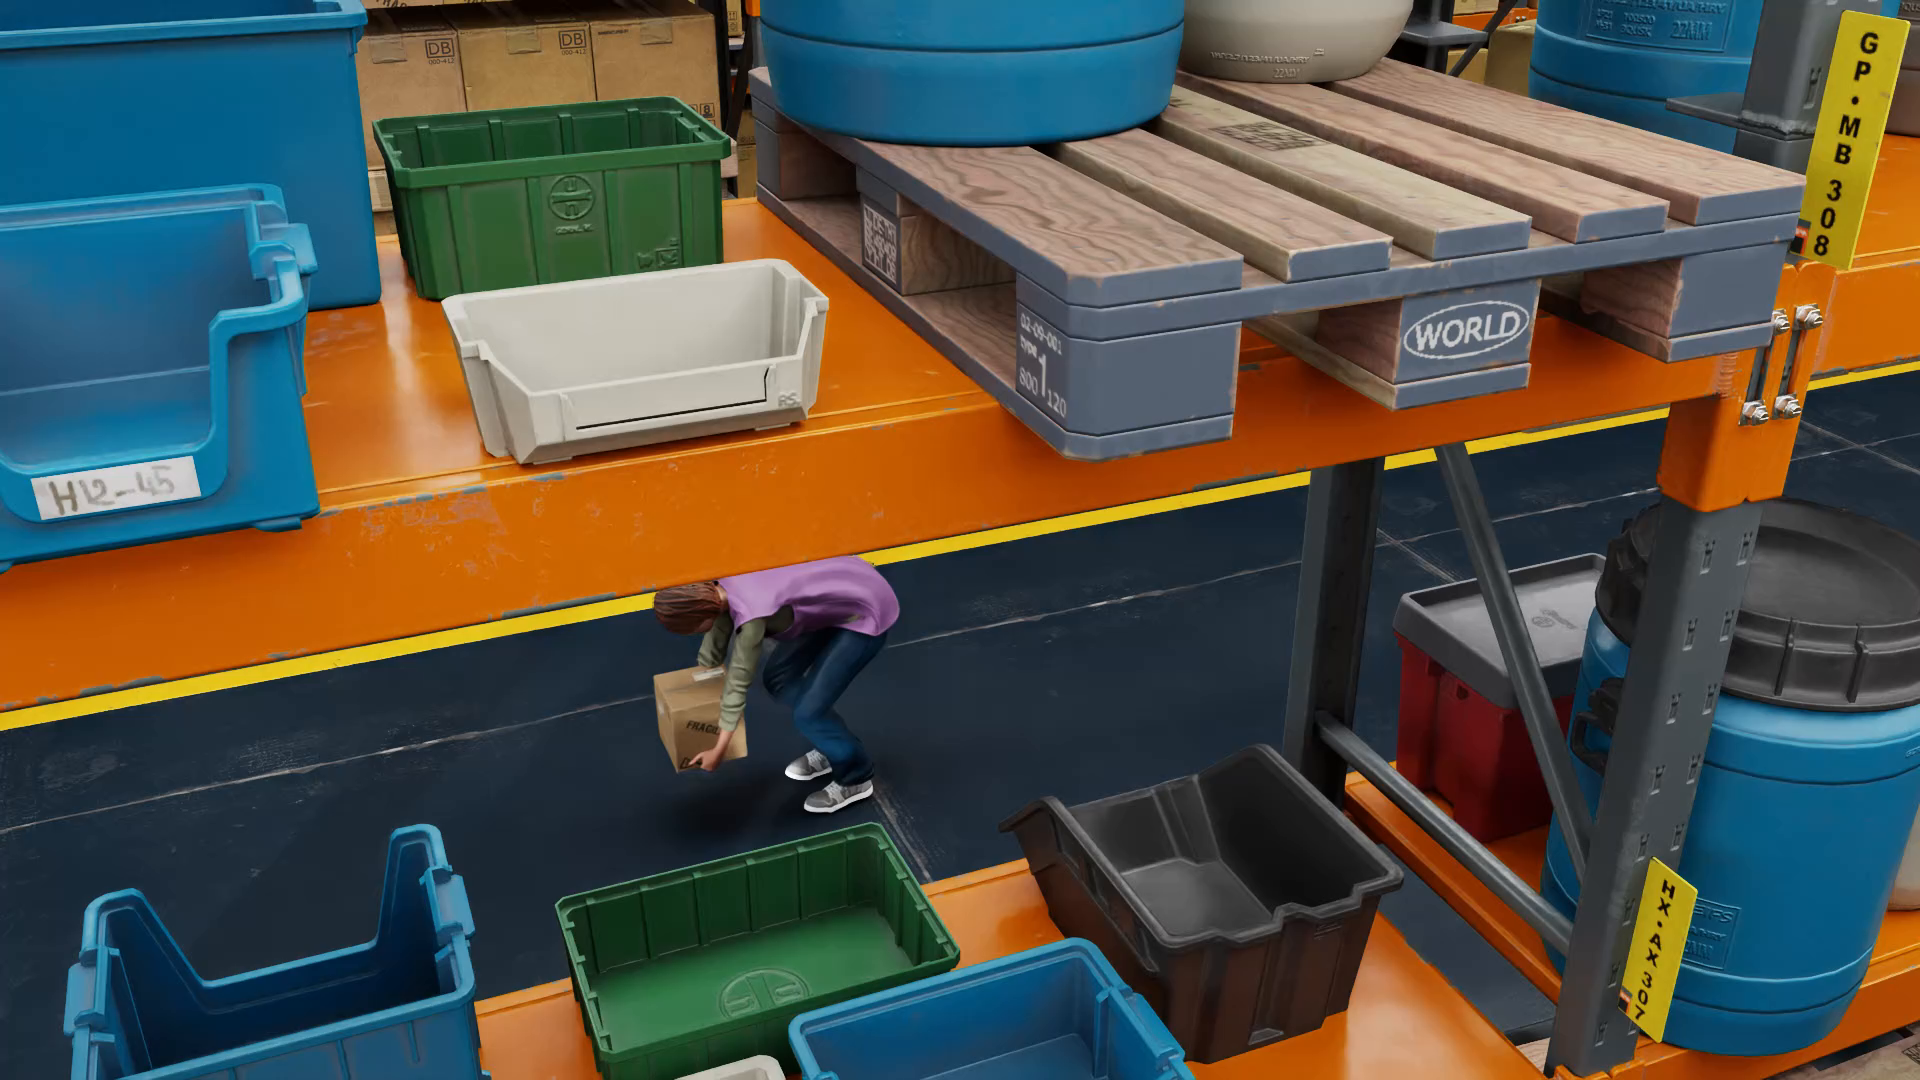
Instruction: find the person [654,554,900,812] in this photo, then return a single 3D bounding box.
[{"bbox_3d":[-0.622,0.502,5.818,0.859,0.972,0.417,-12,29,-23],"label":"person"}]
